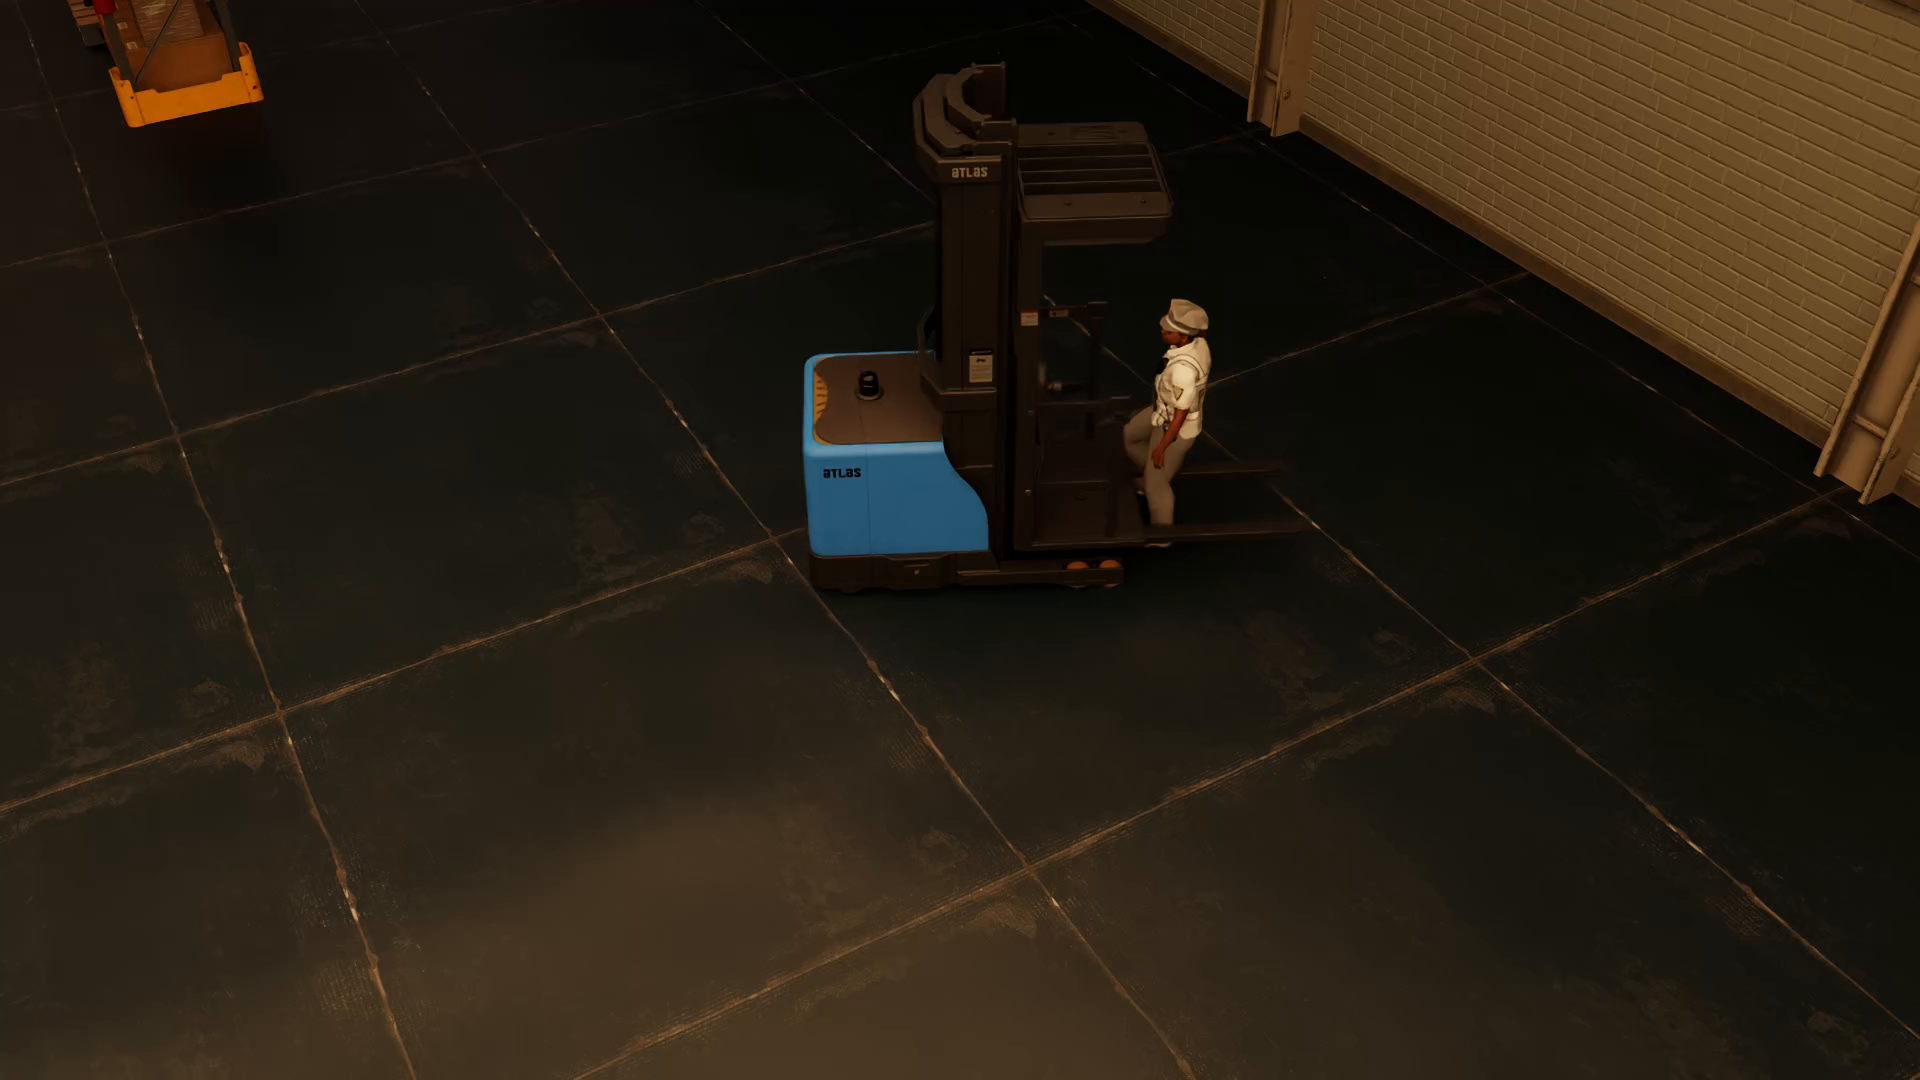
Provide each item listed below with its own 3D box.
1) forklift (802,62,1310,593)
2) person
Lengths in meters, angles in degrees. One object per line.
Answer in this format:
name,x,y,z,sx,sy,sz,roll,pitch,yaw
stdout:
forklift,0.587,-1.174,9.452,3.031,2.935,1.130,-2,40,-3
person,1.179,-0.693,9.839,0.525,1.686,0.566,9,40,10
